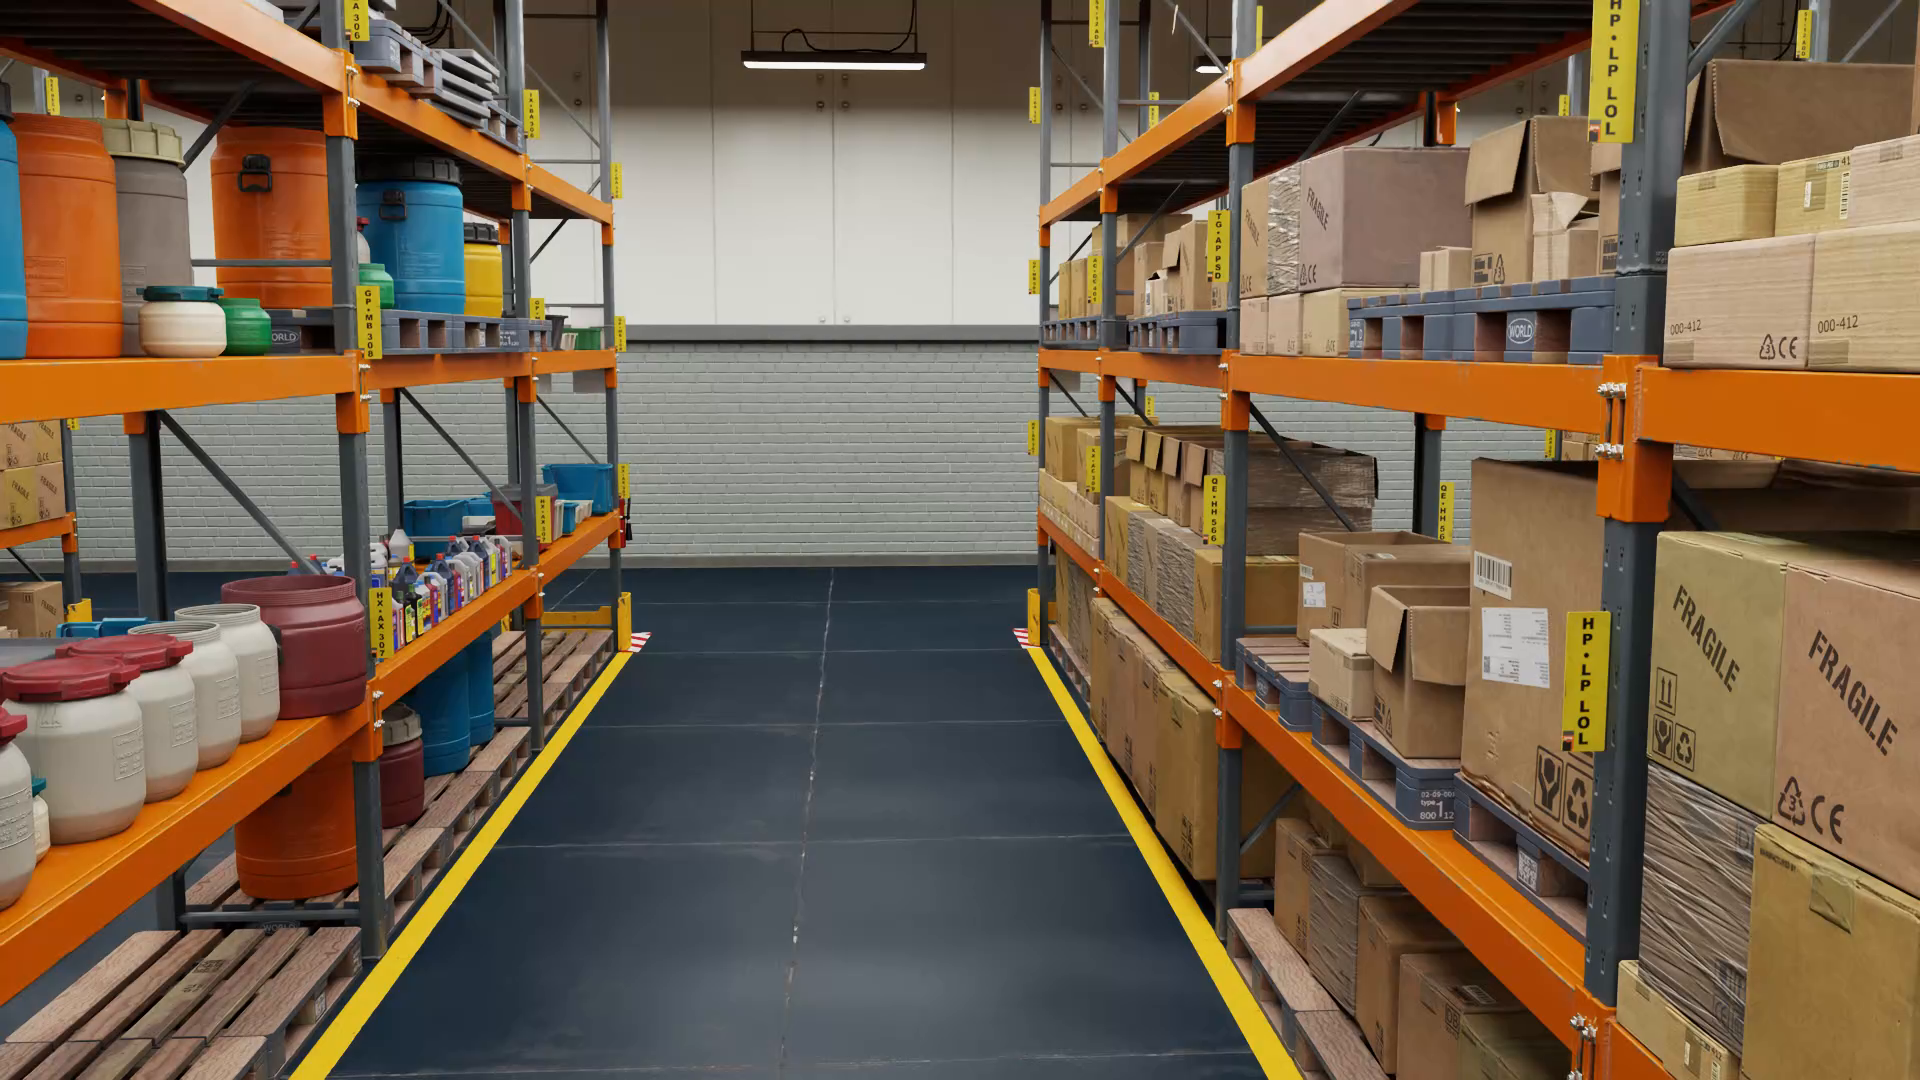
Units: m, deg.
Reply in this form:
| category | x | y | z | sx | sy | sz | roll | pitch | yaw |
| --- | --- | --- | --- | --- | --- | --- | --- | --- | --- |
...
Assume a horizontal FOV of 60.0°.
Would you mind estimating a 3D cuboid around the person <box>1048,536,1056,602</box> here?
| category | x | y | z | sx | sy | sz | roll | pitch | yaw |
| --- | --- | --- | --- | --- | --- | --- | --- | --- | --- |
| person | 1.192 | -0.025 | 16.913 | 0.604 | 1.784 | 0.596 | 0 | 7 | 1 |
